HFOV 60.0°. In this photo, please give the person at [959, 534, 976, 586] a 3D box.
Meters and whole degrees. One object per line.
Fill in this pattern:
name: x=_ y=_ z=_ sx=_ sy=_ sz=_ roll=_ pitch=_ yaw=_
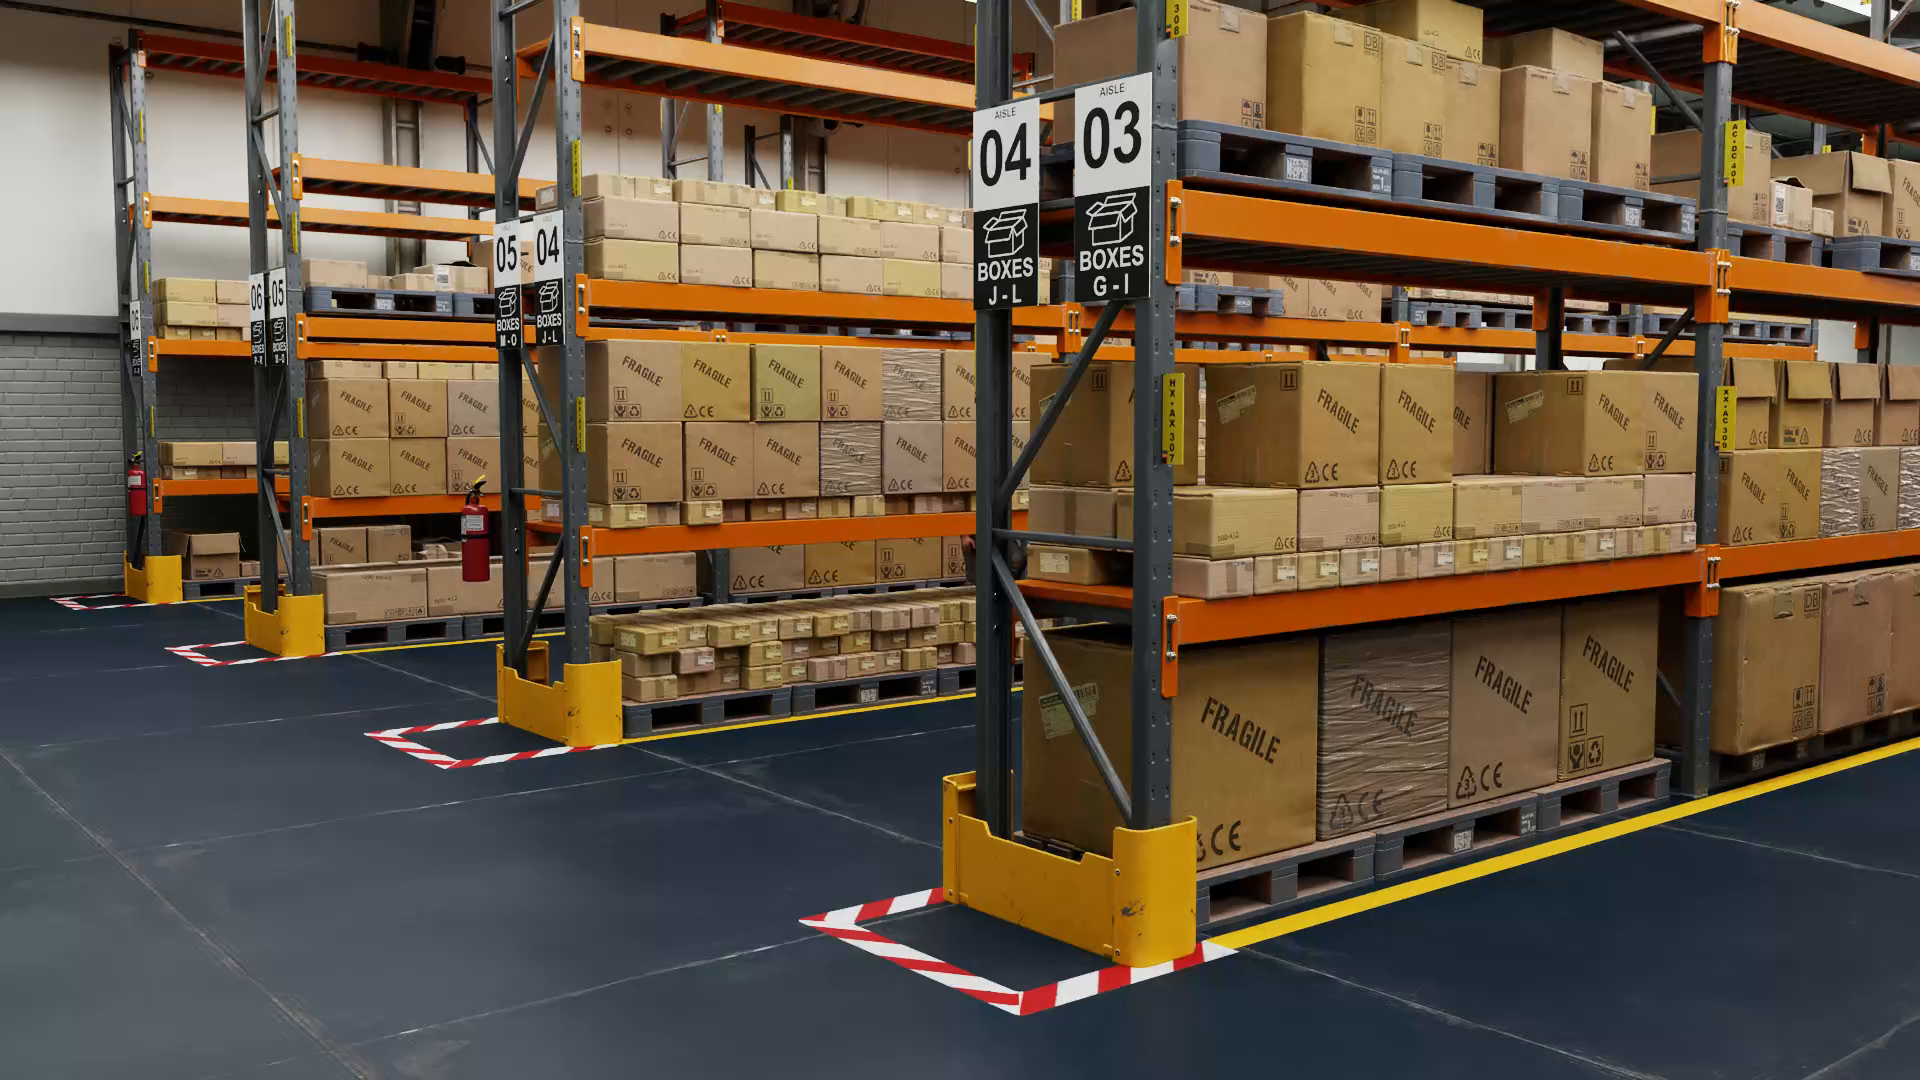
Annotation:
person: x=0.216 y=-0.006 z=15.223 sx=0.581 sy=1.721 sz=0.419 roll=-3 pitch=5 yaw=-38
